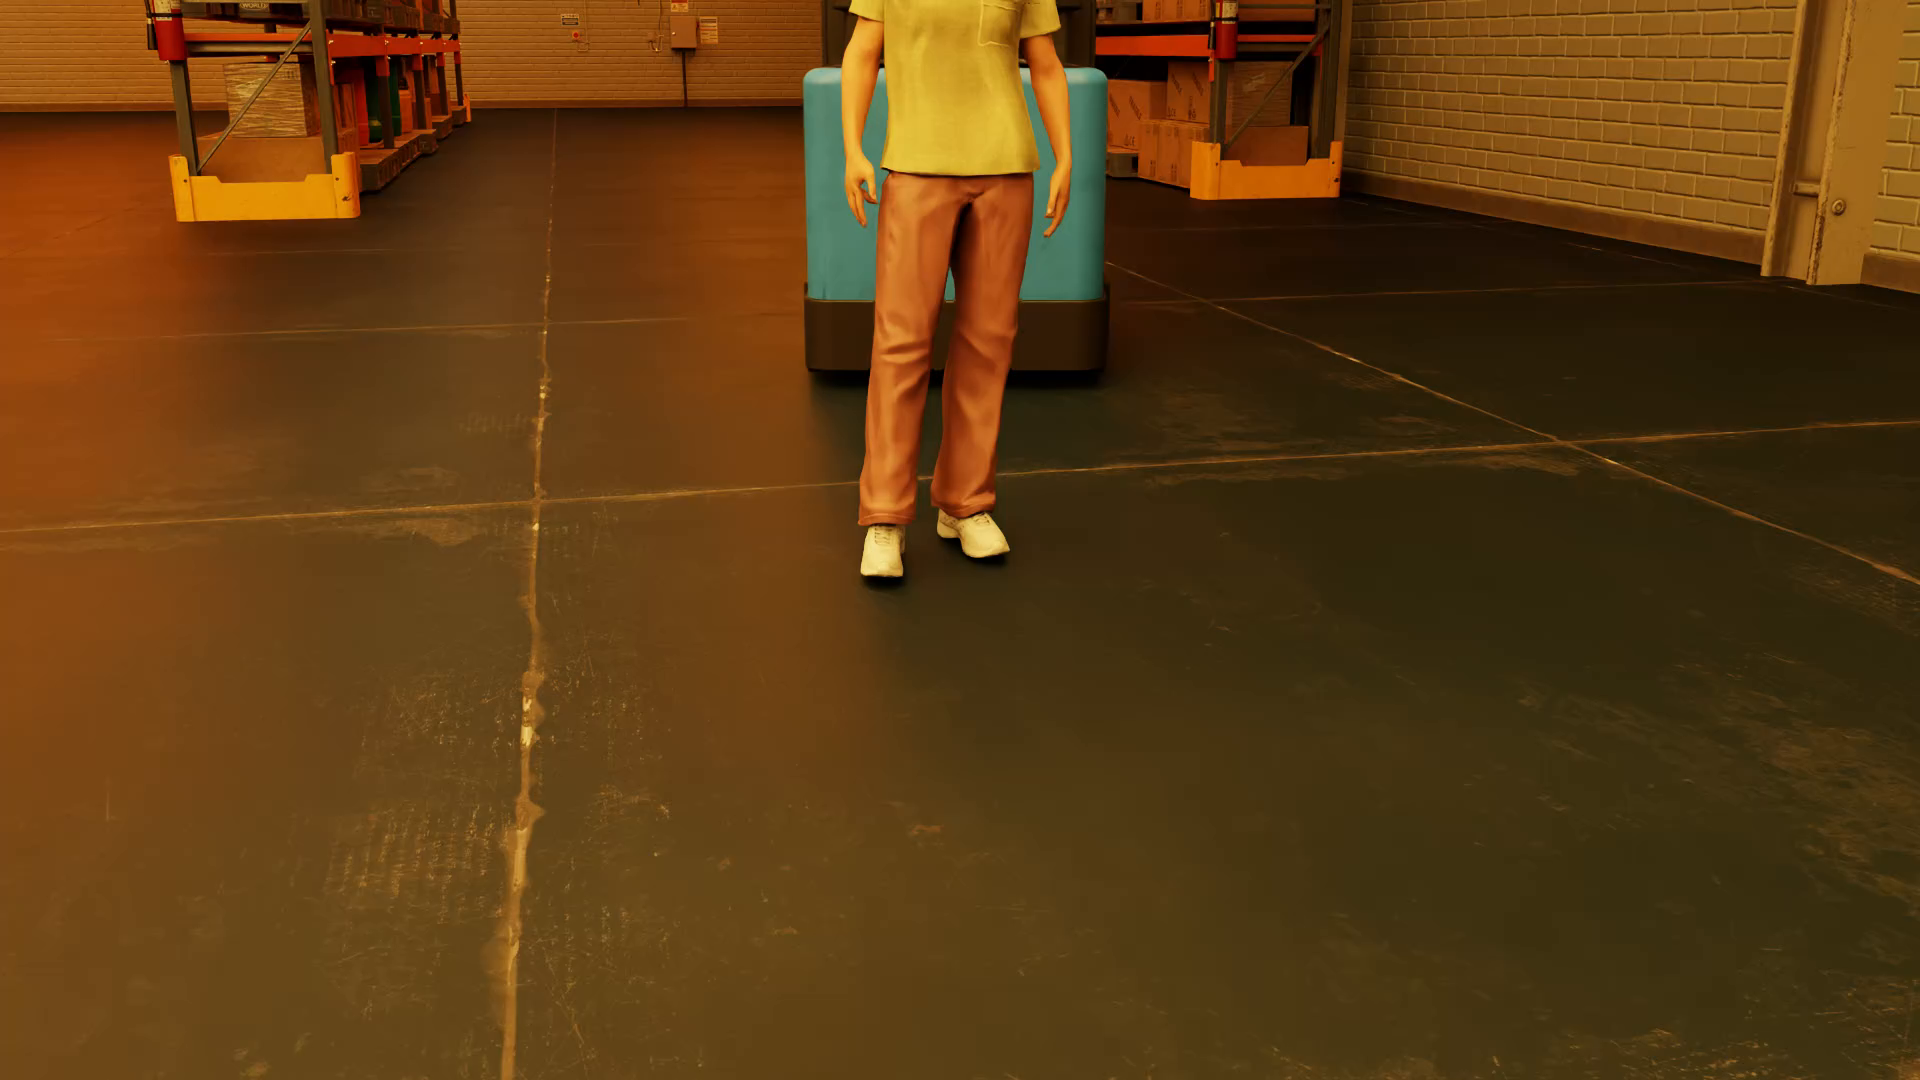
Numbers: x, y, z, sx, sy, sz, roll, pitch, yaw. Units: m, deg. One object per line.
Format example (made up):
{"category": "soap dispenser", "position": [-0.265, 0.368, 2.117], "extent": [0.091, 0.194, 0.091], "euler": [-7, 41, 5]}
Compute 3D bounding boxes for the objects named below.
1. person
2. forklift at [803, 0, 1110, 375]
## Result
{"category": "person", "position": [0.006, -0.789, 3.704], "extent": [0.555, 1.675, 0.549], "euler": [-4, 17, -12]}
{"category": "forklift", "position": [-0.003, -2.349, 6.780], "extent": [1.130, 2.935, 3.031], "euler": [0, 17, 0]}
